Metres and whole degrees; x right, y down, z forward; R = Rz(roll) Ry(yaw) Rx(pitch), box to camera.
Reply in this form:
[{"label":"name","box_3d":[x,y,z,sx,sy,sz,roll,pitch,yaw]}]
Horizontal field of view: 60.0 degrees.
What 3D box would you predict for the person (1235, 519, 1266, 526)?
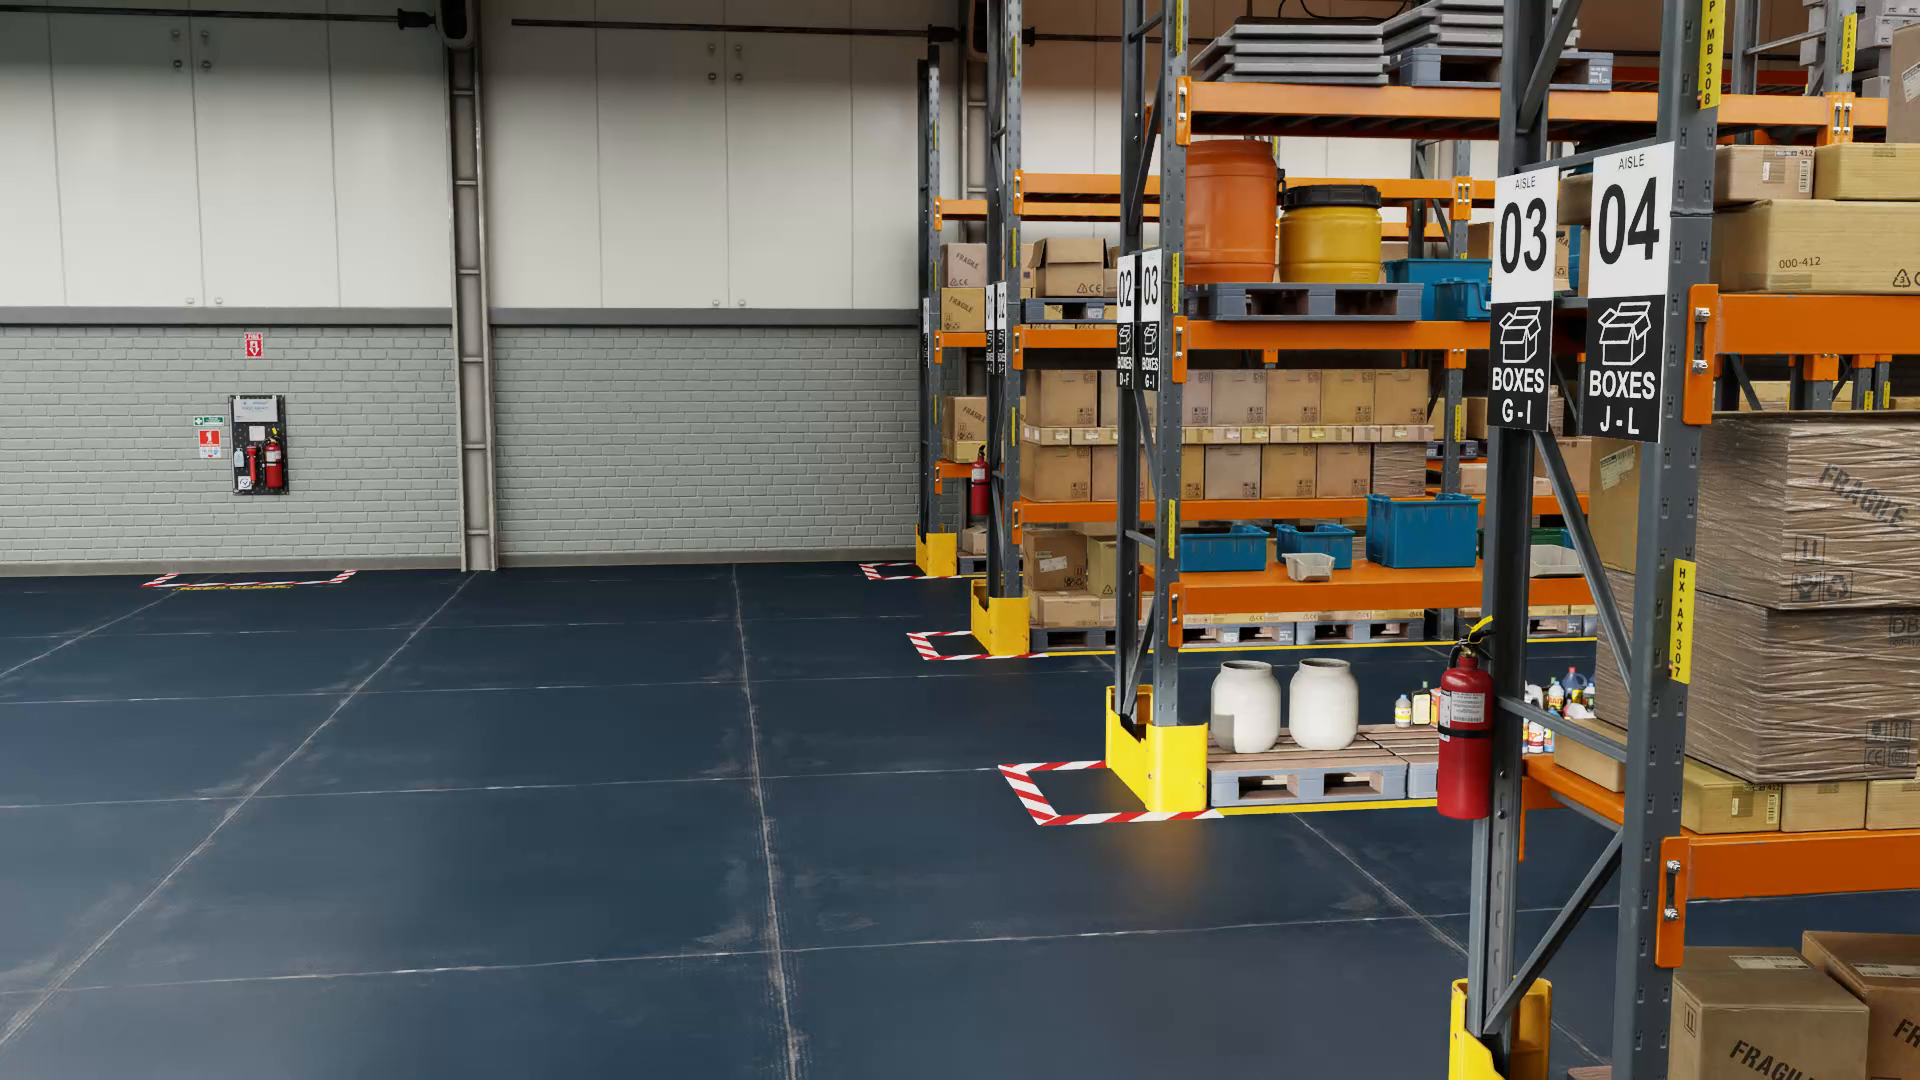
[{"label":"person","box_3d":[3.017,-0.152,17.104,0.786,1.571,0.540,-2,7,-18]}]
